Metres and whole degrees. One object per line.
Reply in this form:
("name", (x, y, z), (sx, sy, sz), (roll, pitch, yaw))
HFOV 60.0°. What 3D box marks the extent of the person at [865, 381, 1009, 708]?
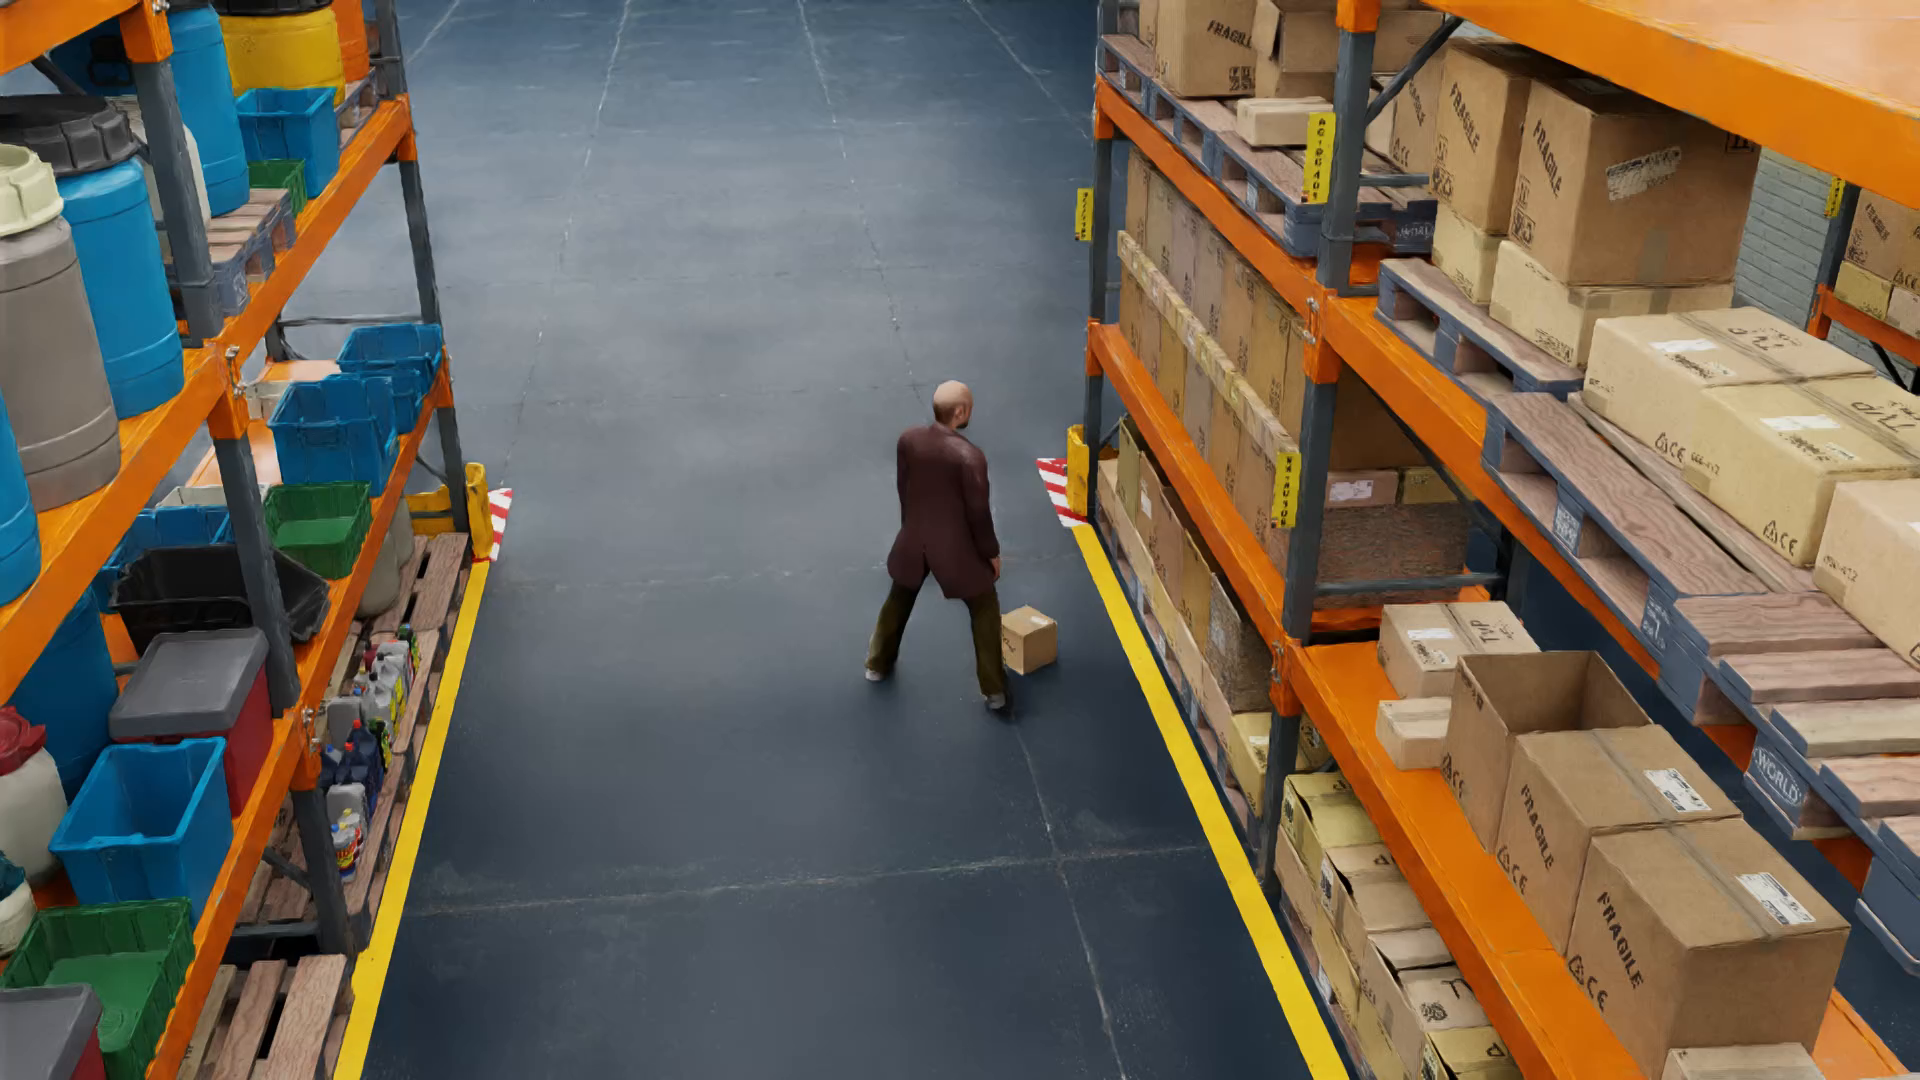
("person", (-0.107, 0.008, 8.648), (0.903, 1.759, 0.433), (16, 31, 29))
